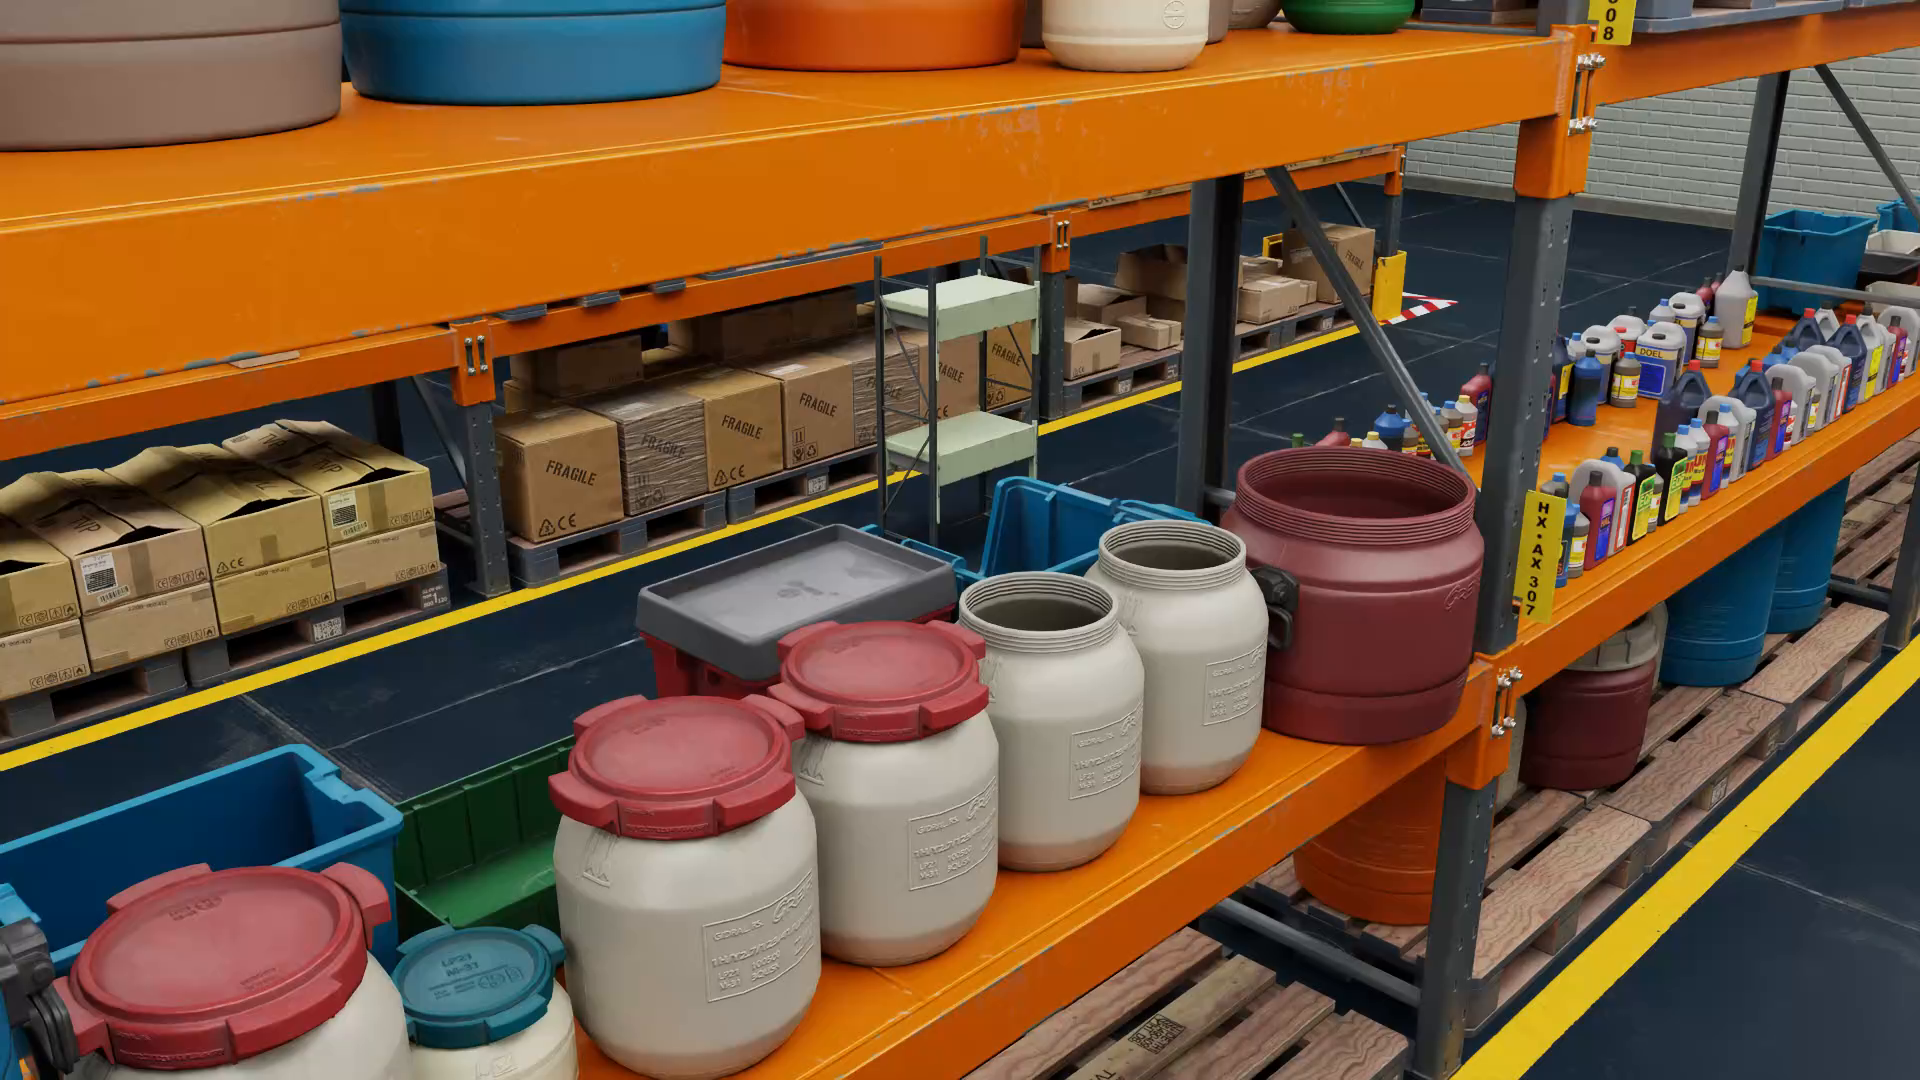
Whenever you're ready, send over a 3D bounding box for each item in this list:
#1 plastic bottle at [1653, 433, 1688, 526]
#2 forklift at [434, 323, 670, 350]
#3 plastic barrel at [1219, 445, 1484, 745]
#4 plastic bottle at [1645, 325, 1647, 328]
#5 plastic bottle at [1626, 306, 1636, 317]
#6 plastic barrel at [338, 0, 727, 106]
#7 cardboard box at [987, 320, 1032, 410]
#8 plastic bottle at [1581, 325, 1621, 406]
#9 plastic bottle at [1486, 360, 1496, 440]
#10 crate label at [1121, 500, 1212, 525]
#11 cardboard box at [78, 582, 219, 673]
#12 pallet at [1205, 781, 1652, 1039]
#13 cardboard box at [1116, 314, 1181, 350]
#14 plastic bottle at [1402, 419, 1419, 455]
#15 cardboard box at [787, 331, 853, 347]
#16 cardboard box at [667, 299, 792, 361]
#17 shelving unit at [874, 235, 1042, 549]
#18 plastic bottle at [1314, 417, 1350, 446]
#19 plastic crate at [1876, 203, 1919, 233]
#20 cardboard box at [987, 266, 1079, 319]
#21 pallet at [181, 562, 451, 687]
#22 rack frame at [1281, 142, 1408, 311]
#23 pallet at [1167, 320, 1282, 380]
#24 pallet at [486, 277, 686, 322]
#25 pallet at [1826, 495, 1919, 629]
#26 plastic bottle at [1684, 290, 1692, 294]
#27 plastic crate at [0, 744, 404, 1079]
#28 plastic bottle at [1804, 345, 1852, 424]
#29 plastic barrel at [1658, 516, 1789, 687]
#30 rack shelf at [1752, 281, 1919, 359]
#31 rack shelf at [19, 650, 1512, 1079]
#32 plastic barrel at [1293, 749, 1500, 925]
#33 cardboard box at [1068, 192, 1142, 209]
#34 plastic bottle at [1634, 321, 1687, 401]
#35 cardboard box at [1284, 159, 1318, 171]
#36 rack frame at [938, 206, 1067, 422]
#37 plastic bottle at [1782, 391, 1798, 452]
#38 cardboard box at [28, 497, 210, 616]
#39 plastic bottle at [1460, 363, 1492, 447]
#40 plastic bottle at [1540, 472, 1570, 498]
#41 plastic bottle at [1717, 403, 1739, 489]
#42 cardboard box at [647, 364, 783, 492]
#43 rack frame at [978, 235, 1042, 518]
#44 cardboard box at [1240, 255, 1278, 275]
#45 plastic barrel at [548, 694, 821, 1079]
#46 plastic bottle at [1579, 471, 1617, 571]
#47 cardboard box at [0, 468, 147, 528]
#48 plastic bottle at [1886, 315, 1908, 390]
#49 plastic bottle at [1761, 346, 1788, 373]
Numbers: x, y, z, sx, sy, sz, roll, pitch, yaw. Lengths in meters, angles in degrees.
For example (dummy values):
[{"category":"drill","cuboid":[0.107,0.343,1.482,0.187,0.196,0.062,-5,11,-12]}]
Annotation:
[{"category":"plastic bottle","cuboid":[2.154,-0.194,5.061,0.061,0.283,0.133,19,28,41]},{"category":"forklift","cuboid":[-2.610,-2.661,11.411,3.031,2.935,1.130,-5,21,-12]},{"category":"plastic barrel","cuboid":[0.904,0.115,3.905,0.600,0.536,0.708,19,28,41]},{"category":"plastic bottle","cuboid":[2.714,-0.762,6.652,0.097,0.201,0.097,0,21,0]},{"category":"plastic bottle","cuboid":[2.620,-0.775,6.572,0.061,0.283,0.133,19,28,41]},{"category":"plastic barrel","cuboid":[-0.668,-1.144,2.491,0.600,0.901,0.708,19,28,41]},{"category":"cardboard box","cuboid":[0.116,-1.126,10.193,0.500,0.500,0.500,19,28,40]},{"category":"plastic bottle","cuboid":[2.398,-0.666,6.299,0.152,0.276,0.135,19,28,41]},{"category":"plastic bottle","cuboid":[1.926,-0.529,5.838,0.144,0.351,0.185,19,28,41]},{"category":"crate label","cuboid":[0.449,0.076,4.430,0.303,0.233,0.416,19,28,41]},{"category":"cardboard box","cuboid":[-3.438,0.288,6.891,0.500,0.250,0.500,-19,28,-41]},{"category":"pallet","cuboid":[1.531,1.072,5.492,1.003,0.211,1.213,19,28,41]},{"category":"cardboard box","cuboid":[1.299,-1.447,11.495,0.380,0.166,0.250,19,28,41]},{"category":"plastic bottle","cuboid":[1.446,-0.294,5.436,0.097,0.201,0.097,0,21,0]},{"category":"cardboard box","cuboid":[-0.975,-0.994,9.852,0.500,0.500,0.500,20,29,41]},{"category":"cardboard box","cuboid":[-1.304,-1.225,9.406,0.500,0.250,0.500,19,28,40]},{"category":"shelving unit","cuboid":[-0.005,-0.698,8.301,0.431,1.500,0.755,19,28,41]},{"category":"plastic bottle","cuboid":[1.149,-0.232,5.161,0.061,0.283,0.133,19,28,41]},{"category":"plastic crate","cuboid":[5.056,-1.626,8.775,0.416,0.233,0.300,19,28,41]},{"category":"cardboard box","cuboid":[0.449,-1.542,11.276,0.500,0.500,0.500,19,28,41]},{"category":"pallet","cuboid":[-3.138,0.246,7.641,1.003,0.211,1.213,19,28,41]},{"category":"rack frame","cuboid":[3.046,-3.314,13.016,1.000,3.000,0.127,19,28,41]},{"category":"pallet","cuboid":[1.586,-1.475,12.119,1.003,0.211,1.213,19,28,41]},{"category":"pallet","cuboid":[-2.113,-1.360,8.199,1.213,0.211,1.003,19,28,41]},{"category":"pallet","cuboid":[4.287,0.058,8.130,1.003,0.211,1.213,19,28,41]},{"category":"plastic bottle","cuboid":[3.012,-0.904,6.925,0.097,0.271,0.097,0,21,0]},{"category":"plastic crate","cuboid":[-1.233,0.657,2.706,0.392,0.384,0.575,19,28,41]},{"category":"plastic bottle","cuboid":[3.151,-0.581,6.079,0.152,0.276,0.135,19,28,41]},{"category":"plastic barrel","cuboid":[2.916,0.056,6.587,0.600,0.901,0.708,19,28,41]},{"category":"rack shelf","cuboid":[5.197,-1.223,8.579,1.077,0.370,4.000,19,28,41]},{"category":"rack shelf","cuboid":[-0.384,0.833,3.229,1.077,0.370,4.000,19,28,41]},{"category":"plastic barrel","cuboid":[1.340,0.670,5.090,0.600,0.830,0.708,19,28,41]},{"category":"cardboard box","cuboid":[0.806,-2.395,10.486,0.500,0.500,0.500,-19,28,-41]},{"category":"plastic bottle","cuboid":[2.669,-0.687,6.355,0.152,0.276,0.135,19,28,41]},{"category":"cardboard box","cuboid":[2.217,-2.916,11.842,0.500,0.500,0.500,20,28,41]},{"category":"rack frame","cuboid":[0.255,-2.286,10.341,1.000,3.000,0.127,19,28,41]},{"category":"plastic bottle","cuboid":[2.835,-0.416,5.752,0.097,0.201,0.097,0,21,0]},{"category":"cardboard box","cuboid":[-3.436,0.029,6.785,0.500,0.311,0.500,19,28,40]},{"category":"plastic bottle","cuboid":[1.785,-0.467,5.771,0.061,0.283,0.133,19,28,41]},{"category":"plastic bottle","cuboid":[1.765,-0.100,4.930,0.097,0.201,0.097,0,21,0]},{"category":"plastic bottle","cuboid":[2.451,-0.307,5.372,0.097,0.271,0.097,0,21,0]},{"category":"cardboard box","cuboid":[-1.298,-0.605,8.839,0.500,0.500,0.500,19,28,40]},{"category":"rack frame","cuboid":[0.251,-0.792,8.546,0.400,1.500,0.023,19,28,41]},{"category":"cardboard box","cuboid":[2.114,-2.039,12.917,0.500,0.250,0.500,19,28,41]},{"category":"plastic barrel","cuboid":[-0.443,0.568,2.726,0.433,0.535,0.433,0,21,0]},{"category":"plastic bottle","cuboid":[1.807,-0.066,4.727,0.061,0.283,0.133,19,28,41]},{"category":"cardboard box","cuboid":[-3.829,-0.103,7.127,0.500,0.311,0.500,18,28,39]},{"category":"plastic bottle","cuboid":[3.629,-0.737,6.475,0.061,0.283,0.133,19,28,41]},{"category":"plastic bottle","cuboid":[2.955,-0.571,6.059,0.097,0.271,0.097,0,21,0]}]
